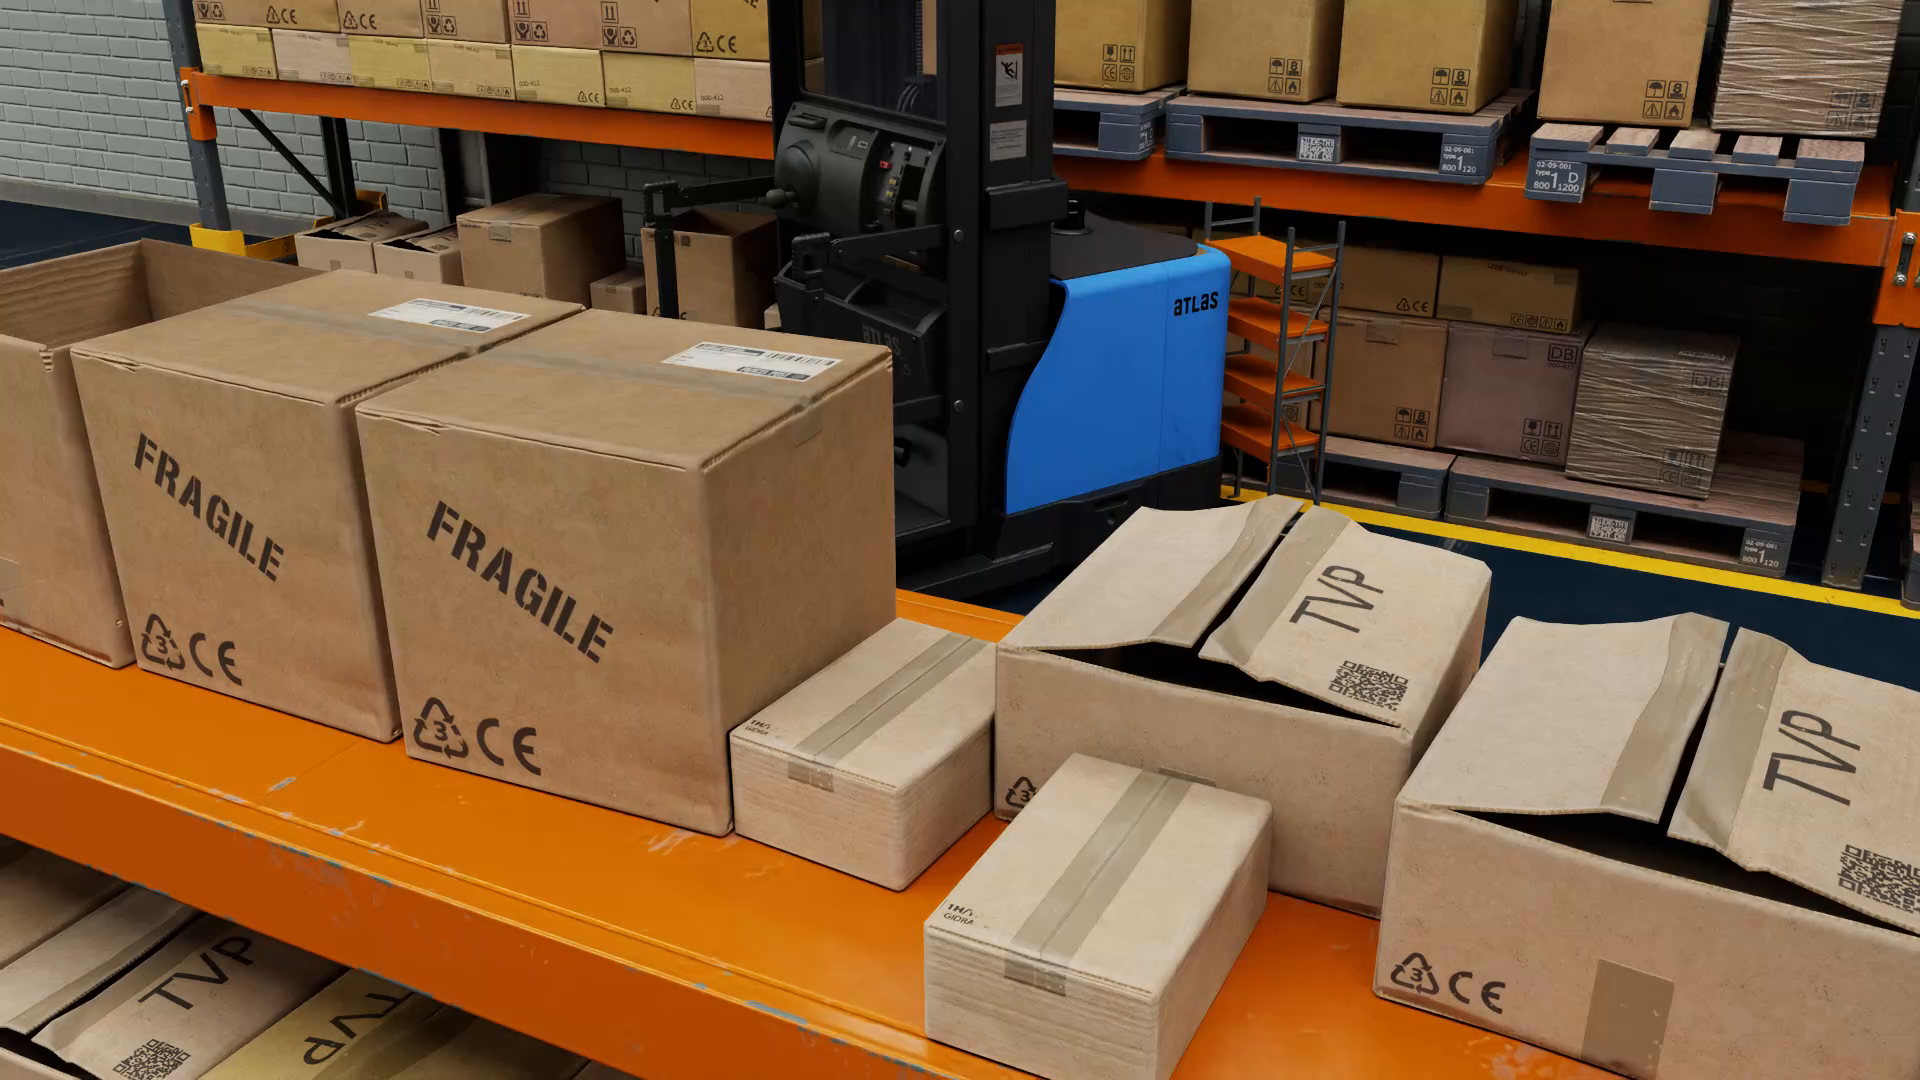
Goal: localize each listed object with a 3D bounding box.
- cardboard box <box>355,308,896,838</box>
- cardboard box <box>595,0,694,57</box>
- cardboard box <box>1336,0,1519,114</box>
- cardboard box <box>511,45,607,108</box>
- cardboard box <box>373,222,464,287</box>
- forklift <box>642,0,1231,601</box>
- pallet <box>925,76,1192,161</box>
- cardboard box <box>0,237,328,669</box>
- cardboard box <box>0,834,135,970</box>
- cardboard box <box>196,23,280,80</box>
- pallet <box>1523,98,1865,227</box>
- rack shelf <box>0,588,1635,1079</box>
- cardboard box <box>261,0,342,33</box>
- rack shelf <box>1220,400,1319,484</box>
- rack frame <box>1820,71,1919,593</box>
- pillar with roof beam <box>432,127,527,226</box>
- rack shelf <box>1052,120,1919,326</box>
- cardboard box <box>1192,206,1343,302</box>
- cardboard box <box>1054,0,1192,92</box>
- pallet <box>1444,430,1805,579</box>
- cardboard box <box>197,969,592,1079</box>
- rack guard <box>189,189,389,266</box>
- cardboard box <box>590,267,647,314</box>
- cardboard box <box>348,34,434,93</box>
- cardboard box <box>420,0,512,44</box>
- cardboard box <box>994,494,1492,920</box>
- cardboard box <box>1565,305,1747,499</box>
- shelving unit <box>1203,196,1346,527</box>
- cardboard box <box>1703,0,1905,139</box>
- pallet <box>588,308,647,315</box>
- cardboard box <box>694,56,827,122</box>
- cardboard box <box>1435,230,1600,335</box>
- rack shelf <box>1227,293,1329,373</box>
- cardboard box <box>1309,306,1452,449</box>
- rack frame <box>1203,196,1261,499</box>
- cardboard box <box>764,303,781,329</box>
[{"bbox_3d":[-0.420,0.014,2.257,0.500,0.500,0.500,10,25,22],"label":"cardboard box"},{"bbox_3d":[-1.262,-2.434,7.348,0.500,0.500,0.500,11,25,24],"label":"cardboard box"},{"bbox_3d":[1.771,-1.921,6.244,0.500,0.500,0.700,11,25,25],"label":"cardboard box"},{"bbox_3d":[-1.709,-2.179,7.707,0.500,0.250,0.500,11,25,24],"label":"cardboard box"},{"bbox_3d":[-2.737,-1.504,8.827,0.500,0.311,0.500,14,27,29],"label":"cardboard box"},{"bbox_3d":[-0.509,-1.207,5.342,3.031,2.935,1.130,-16,28,-32],"label":"forklift"},{"bbox_3d":[0.364,-1.813,6.925,1.213,0.211,1.003,11,25,25],"label":"pallet"},{"bbox_3d":[-1.336,-0.168,2.684,0.500,0.500,0.500,13,26,28],"label":"cardboard box"},{"bbox_3d":[-1.784,0.708,3.012,0.500,0.311,0.500,11,25,24],"label":"cardboard box"},{"bbox_3d":[-3.530,-2.536,8.547,0.500,0.250,0.500,10,25,23],"label":"cardboard box"},{"bbox_3d":[2.633,-1.381,5.909,1.003,0.211,1.213,11,25,25],"label":"pallet"},{"bbox_3d":[-0.700,0.328,2.565,4.000,0.370,1.077,11,25,25],"label":"rack shelf"},{"bbox_3d":[-3.095,-2.798,8.205,0.500,0.500,0.500,11,26,25],"label":"cardboard box"},{"bbox_3d":[1.123,-0.378,6.285,0.258,0.148,0.480,-11,26,-25],"label":"rack shelf"},{"bbox_3d":[3.317,-1.381,5.663,0.127,3.000,1.000,11,25,25],"label":"rack frame"},{"bbox_3d":[-4.750,-4.229,4.695,0.400,9.000,9.100,11,25,25],"label":"pillar with roof beam"},{"bbox_3d":[1.532,-1.403,6.635,4.000,0.370,1.077,11,25,25],"label":"rack shelf"},{"bbox_3d":[1.272,-1.193,6.896,0.500,0.250,0.500,10,25,23],"label":"cardboard box"},{"bbox_3d":[0.682,-2.132,6.741,0.500,0.500,0.700,14,27,30],"label":"cardboard box"},{"bbox_3d":[2.620,-0.236,6.535,1.213,0.211,1.003,11,25,25],"label":"pallet"},{"bbox_3d":[-0.856,0.889,2.587,0.500,0.311,0.500,12,26,26],"label":"cardboard box"},{"bbox_3d":[-3.755,-1.629,9.443,0.348,0.500,1.175,11,25,25],"label":"rack guard"},{"bbox_3d":[-1.671,-1.267,8.477,0.250,0.149,0.380,9,25,20],"label":"cardboard box"},{"bbox_3d":[-2.608,-2.358,8.127,0.500,0.250,0.500,11,25,24],"label":"cardboard box"},{"bbox_3d":[-2.171,-2.618,7.781,0.500,0.500,0.500,12,26,26],"label":"cardboard box"},{"bbox_3d":[0.374,0.166,2.142,0.500,0.311,0.500,11,25,24],"label":"cardboard box"},{"bbox_3d":[2.651,-0.542,6.323,0.500,0.500,0.700,12,26,25],"label":"cardboard box"},{"bbox_3d":[1.123,-0.623,6.181,0.258,1.200,0.503,-11,26,-25],"label":"shelving unit"},{"bbox_3d":[2.893,-1.709,5.745,0.500,0.500,0.700,8,24,18],"label":"cardboard box"},{"bbox_3d":[-1.961,-1.125,8.625,1.213,0.211,1.003,11,25,25],"label":"pallet"},{"bbox_3d":[-0.812,-2.005,7.297,0.500,0.250,0.500,11,26,25],"label":"cardboard box"},{"bbox_3d":[2.170,-1.009,6.464,0.500,0.250,0.500,12,26,26],"label":"cardboard box"},{"bbox_3d":[1.123,-0.767,6.120,0.258,0.148,0.480,-11,26,-25],"label":"rack shelf"},{"bbox_3d":[1.787,-0.751,6.815,0.500,0.500,0.700,11,25,24],"label":"cardboard box"},{"bbox_3d":[1.011,-0.708,6.381,0.240,1.200,0.015,-11,26,-25],"label":"rack frame"},{"bbox_3d":[-0.744,-1.070,7.990,0.250,0.166,0.380,8,24,18],"label":"cardboard box"}]
